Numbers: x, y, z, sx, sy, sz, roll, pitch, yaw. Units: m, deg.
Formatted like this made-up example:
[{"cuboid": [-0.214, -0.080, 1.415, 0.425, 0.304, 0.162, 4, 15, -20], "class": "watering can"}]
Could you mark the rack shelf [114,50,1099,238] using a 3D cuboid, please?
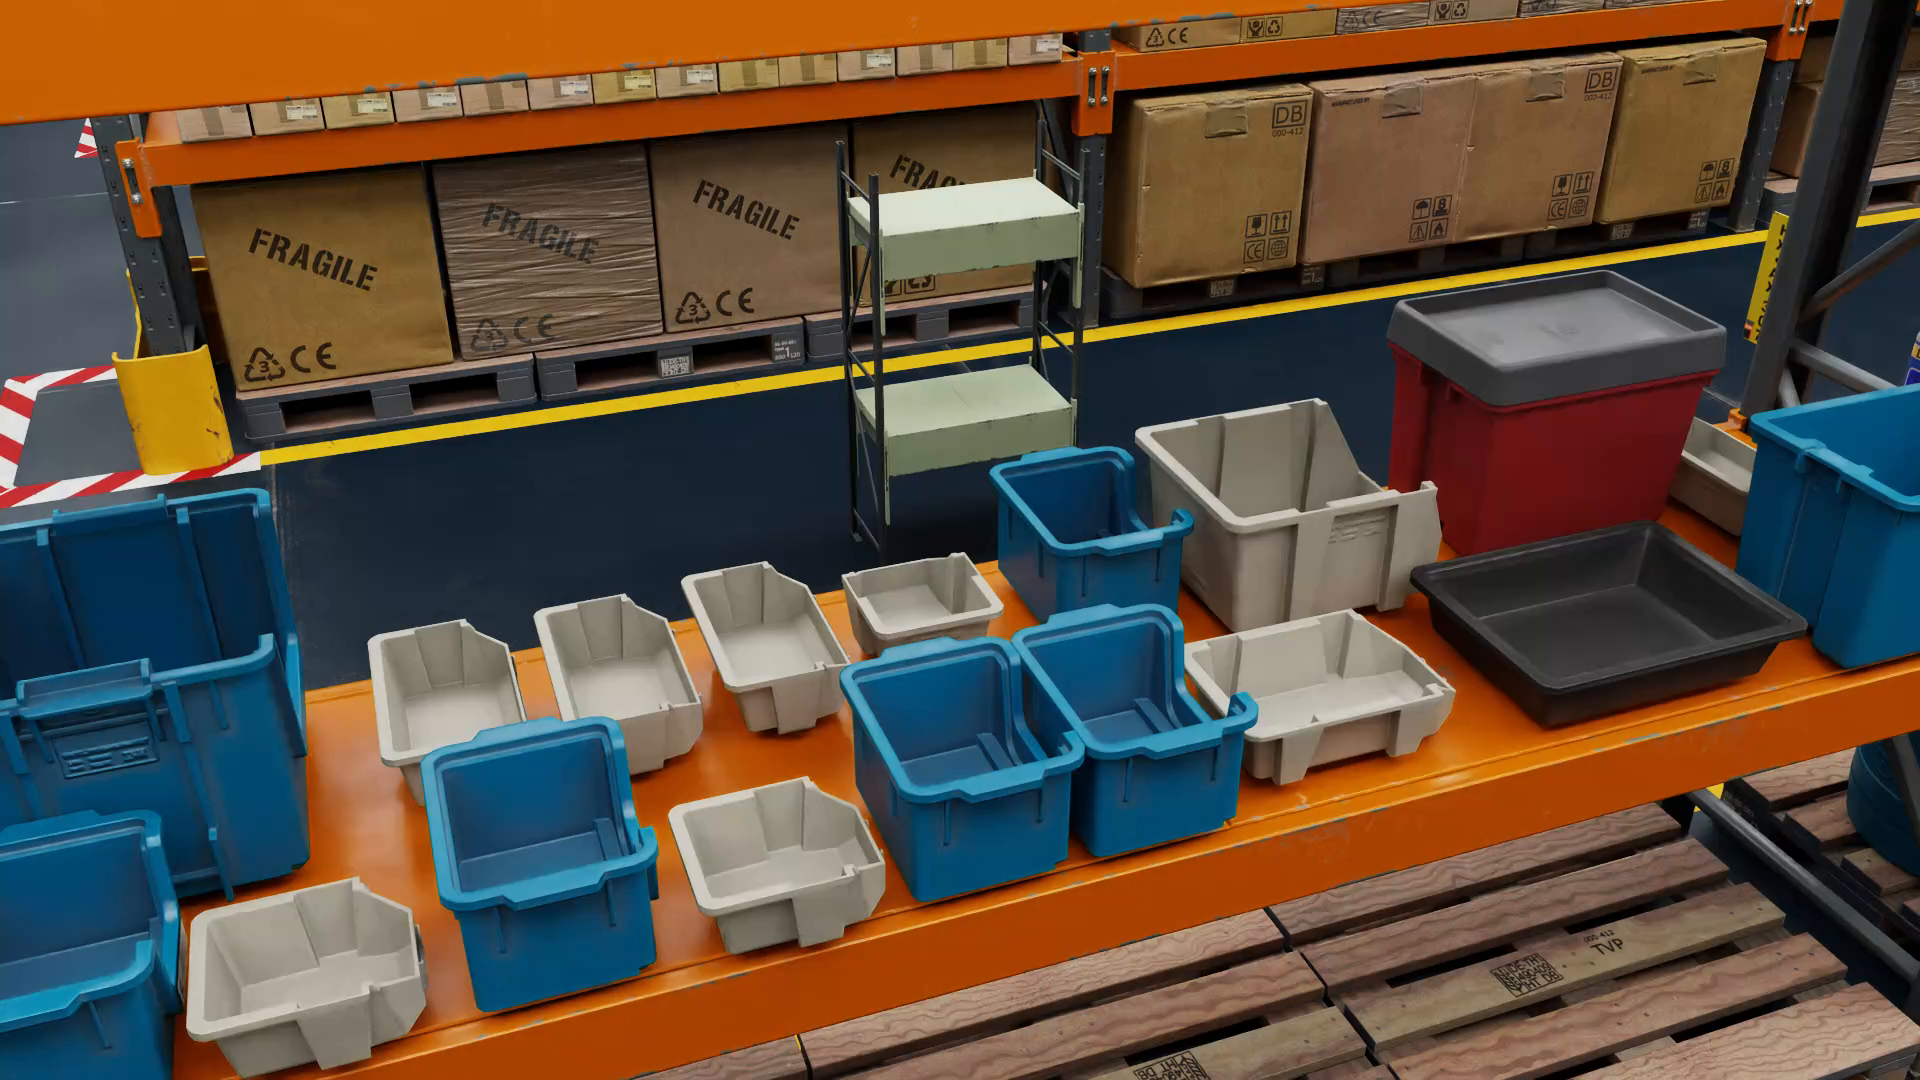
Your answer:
[{"cuboid": [-1.435, -1.891, 7.266, 4.000, 0.370, 1.077, -10, 31, -18], "class": "rack shelf"}]

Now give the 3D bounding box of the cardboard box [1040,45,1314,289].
[{"cuboid": [1.032, -1.928, 8.326, 0.875, 0.875, 1.225, -10, 31, -17], "class": "cardboard box"}]

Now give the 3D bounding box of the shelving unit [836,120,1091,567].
[{"cuboid": [0.006, -0.653, 5.881, 0.755, 1.500, 0.431, -10, 31, -18], "class": "shelving unit"}]

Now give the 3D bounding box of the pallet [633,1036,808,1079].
[{"cuboid": [-0.796, 1.527, 3.357, 1.213, 0.211, 1.003, -10, 31, -18], "class": "pallet"}]

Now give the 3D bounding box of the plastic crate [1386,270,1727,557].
[{"cuboid": [1.242, -0.267, 3.563, 0.583, 0.464, 0.402, -10, 31, -18], "class": "plastic crate"}]

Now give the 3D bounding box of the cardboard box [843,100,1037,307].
[{"cuboid": [-0.207, -1.731, 7.981, 0.875, 0.875, 0.875, -10, 31, -18], "class": "cardboard box"}]

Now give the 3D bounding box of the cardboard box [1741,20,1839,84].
[{"cuboid": [4.806, -2.800, 9.457, 0.500, 0.250, 0.500, -9, 31, -16], "class": "cardboard box"}]

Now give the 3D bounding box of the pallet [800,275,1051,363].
[{"cuboid": [-0.301, -1.242, 8.217, 1.213, 0.211, 1.003, -10, 31, -18], "class": "pallet"}]

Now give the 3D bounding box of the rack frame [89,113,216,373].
[{"cuboid": [-3.310, -1.858, 6.482, 0.127, 3.000, 1.000, -10, 31, -18], "class": "rack frame"}]

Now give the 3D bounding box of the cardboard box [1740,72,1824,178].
[{"cuboid": [4.809, -2.469, 9.634, 0.500, 0.500, 0.700, -12, 32, -20], "class": "cardboard box"}]

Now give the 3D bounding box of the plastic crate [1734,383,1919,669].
[{"cuboid": [1.848, -0.031, 3.230, 0.575, 0.384, 0.392, -10, 31, -18], "class": "plastic crate"}]

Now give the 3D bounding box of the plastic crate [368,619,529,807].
[{"cuboid": [-0.881, 0.303, 2.893, 0.243, 0.136, 0.396, -10, 31, -18], "class": "plastic crate"}]

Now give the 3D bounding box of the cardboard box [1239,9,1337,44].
[{"cuboid": [1.428, -2.643, 7.758, 0.500, 0.500, 0.500, -10, 31, -18], "class": "cardboard box"}]

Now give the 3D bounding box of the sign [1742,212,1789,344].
[{"cuboid": [1.976, -0.627, 4.040, 0.005, 0.325, 0.100, -10, 31, -18], "class": "sign"}]

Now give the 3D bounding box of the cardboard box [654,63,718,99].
[{"cuboid": [-1.176, -1.970, 6.931, 0.250, 0.149, 0.380, -10, 31, -17], "class": "cardboard box"}]

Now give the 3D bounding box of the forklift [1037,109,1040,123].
[{"cuboid": [-0.501, -3.688, 9.762, 3.031, 2.935, 1.130, -15, 33, -24], "class": "forklift"}]

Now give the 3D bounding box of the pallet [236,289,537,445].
[{"cuboid": [-2.588, -0.821, 7.478, 1.213, 0.211, 1.003, -10, 31, -18], "class": "pallet"}]

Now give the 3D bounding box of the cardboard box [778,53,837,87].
[{"cuboid": [-0.697, -2.057, 7.084, 0.250, 0.149, 0.380, -10, 31, -17], "class": "cardboard box"}]

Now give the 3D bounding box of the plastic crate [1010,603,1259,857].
[{"cuboid": [0.279, 0.317, 2.771, 0.300, 0.233, 0.416, -10, 31, -18], "class": "plastic crate"}]

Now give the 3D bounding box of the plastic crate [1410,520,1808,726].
[{"cuboid": [1.211, 0.161, 3.155, 0.590, 0.125, 0.437, -10, 31, -18], "class": "plastic crate"}]

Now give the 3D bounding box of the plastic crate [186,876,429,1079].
[{"cuboid": [-0.907, 0.621, 2.335, 0.298, 0.136, 0.250, -10, 31, -18], "class": "plastic crate"}]

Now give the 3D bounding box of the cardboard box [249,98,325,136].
[{"cuboid": [-2.622, -1.702, 6.461, 0.250, 0.149, 0.380, -11, 31, -18], "class": "cardboard box"}]

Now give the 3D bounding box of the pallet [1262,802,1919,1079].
[{"cuboid": [1.491, 1.106, 4.096, 1.213, 0.211, 1.003, -10, 31, -18], "class": "pallet"}]

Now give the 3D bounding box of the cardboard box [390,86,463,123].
[{"cuboid": [-2.138, -1.792, 6.619, 0.250, 0.149, 0.380, -11, 31, -18], "class": "cardboard box"}]

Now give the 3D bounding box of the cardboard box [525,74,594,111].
[{"cuboid": [-1.658, -1.880, 6.774, 0.250, 0.149, 0.380, -11, 31, -18], "class": "cardboard box"}]

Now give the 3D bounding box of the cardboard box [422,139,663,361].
[{"cuboid": [-1.885, -1.422, 7.438, 0.875, 0.875, 0.875, -10, 31, -18], "class": "cardboard box"}]

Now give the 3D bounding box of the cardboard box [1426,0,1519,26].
[{"cuboid": [2.380, -2.821, 8.070, 0.500, 0.500, 0.500, -10, 31, -17], "class": "cardboard box"}]

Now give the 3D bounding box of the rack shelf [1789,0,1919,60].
[{"cuboid": [6.063, -3.272, 9.689, 4.000, 0.370, 1.077, -10, 31, -18], "class": "rack shelf"}]

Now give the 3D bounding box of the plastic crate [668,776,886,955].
[{"cuboid": [-0.271, 0.504, 2.541, 0.298, 0.136, 0.250, -10, 31, -18], "class": "plastic crate"}]

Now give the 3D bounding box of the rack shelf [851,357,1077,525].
[{"cuboid": [0.006, -0.370, 6.042, 0.720, 0.370, 0.431, -10, 31, -18], "class": "rack shelf"}]

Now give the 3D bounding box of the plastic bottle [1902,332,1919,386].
[{"cuboid": [2.423, -0.415, 4.073, 0.135, 0.276, 0.152, -10, 31, -18], "class": "plastic bottle"}]

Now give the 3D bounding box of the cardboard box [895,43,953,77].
[{"cuboid": [-0.214, -2.146, 7.241, 0.250, 0.149, 0.380, -11, 31, -18], "class": "cardboard box"}]

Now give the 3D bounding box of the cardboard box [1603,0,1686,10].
[{"cuboid": [3.343, -2.999, 8.383, 0.500, 0.500, 0.500, -11, 31, -18], "class": "cardboard box"}]

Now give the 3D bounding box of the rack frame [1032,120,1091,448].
[{"cuboid": [0.349, -0.716, 5.992, 0.023, 1.500, 0.400, -10, 31, -18], "class": "rack frame"}]

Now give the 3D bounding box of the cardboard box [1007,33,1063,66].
[{"cuboid": [0.268, -2.235, 7.396, 0.250, 0.149, 0.380, -10, 31, -17], "class": "cardboard box"}]

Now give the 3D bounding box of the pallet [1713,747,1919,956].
[{"cuboid": [2.904, 0.847, 4.550, 1.213, 0.211, 1.003, -10, 31, -18], "class": "pallet"}]

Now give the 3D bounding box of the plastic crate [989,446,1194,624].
[{"cuboid": [0.253, 0.013, 3.306, 0.300, 0.233, 0.416, -10, 31, -18], "class": "plastic crate"}]

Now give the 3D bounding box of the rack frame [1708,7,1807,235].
[{"cuboid": [4.188, -3.239, 8.905, 0.127, 3.000, 1.000, -10, 31, -18], "class": "rack frame"}]

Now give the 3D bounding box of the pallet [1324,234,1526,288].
[{"cuboid": [2.281, -1.718, 9.052, 1.213, 0.211, 1.003, -10, 31, -18], "class": "pallet"}]

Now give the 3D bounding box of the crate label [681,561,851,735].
[{"cuboid": [-0.352, 0.201, 3.073, 0.243, 0.136, 0.396, -10, 31, -18], "class": "crate label"}]

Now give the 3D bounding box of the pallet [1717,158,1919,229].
[{"cuboid": [4.921, -2.162, 9.831, 1.213, 0.211, 1.003, -10, 31, -18], "class": "pallet"}]

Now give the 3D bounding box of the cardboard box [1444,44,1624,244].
[{"cuboid": [2.696, -2.239, 8.871, 0.875, 0.875, 1.225, -10, 31, -17], "class": "cardboard box"}]
